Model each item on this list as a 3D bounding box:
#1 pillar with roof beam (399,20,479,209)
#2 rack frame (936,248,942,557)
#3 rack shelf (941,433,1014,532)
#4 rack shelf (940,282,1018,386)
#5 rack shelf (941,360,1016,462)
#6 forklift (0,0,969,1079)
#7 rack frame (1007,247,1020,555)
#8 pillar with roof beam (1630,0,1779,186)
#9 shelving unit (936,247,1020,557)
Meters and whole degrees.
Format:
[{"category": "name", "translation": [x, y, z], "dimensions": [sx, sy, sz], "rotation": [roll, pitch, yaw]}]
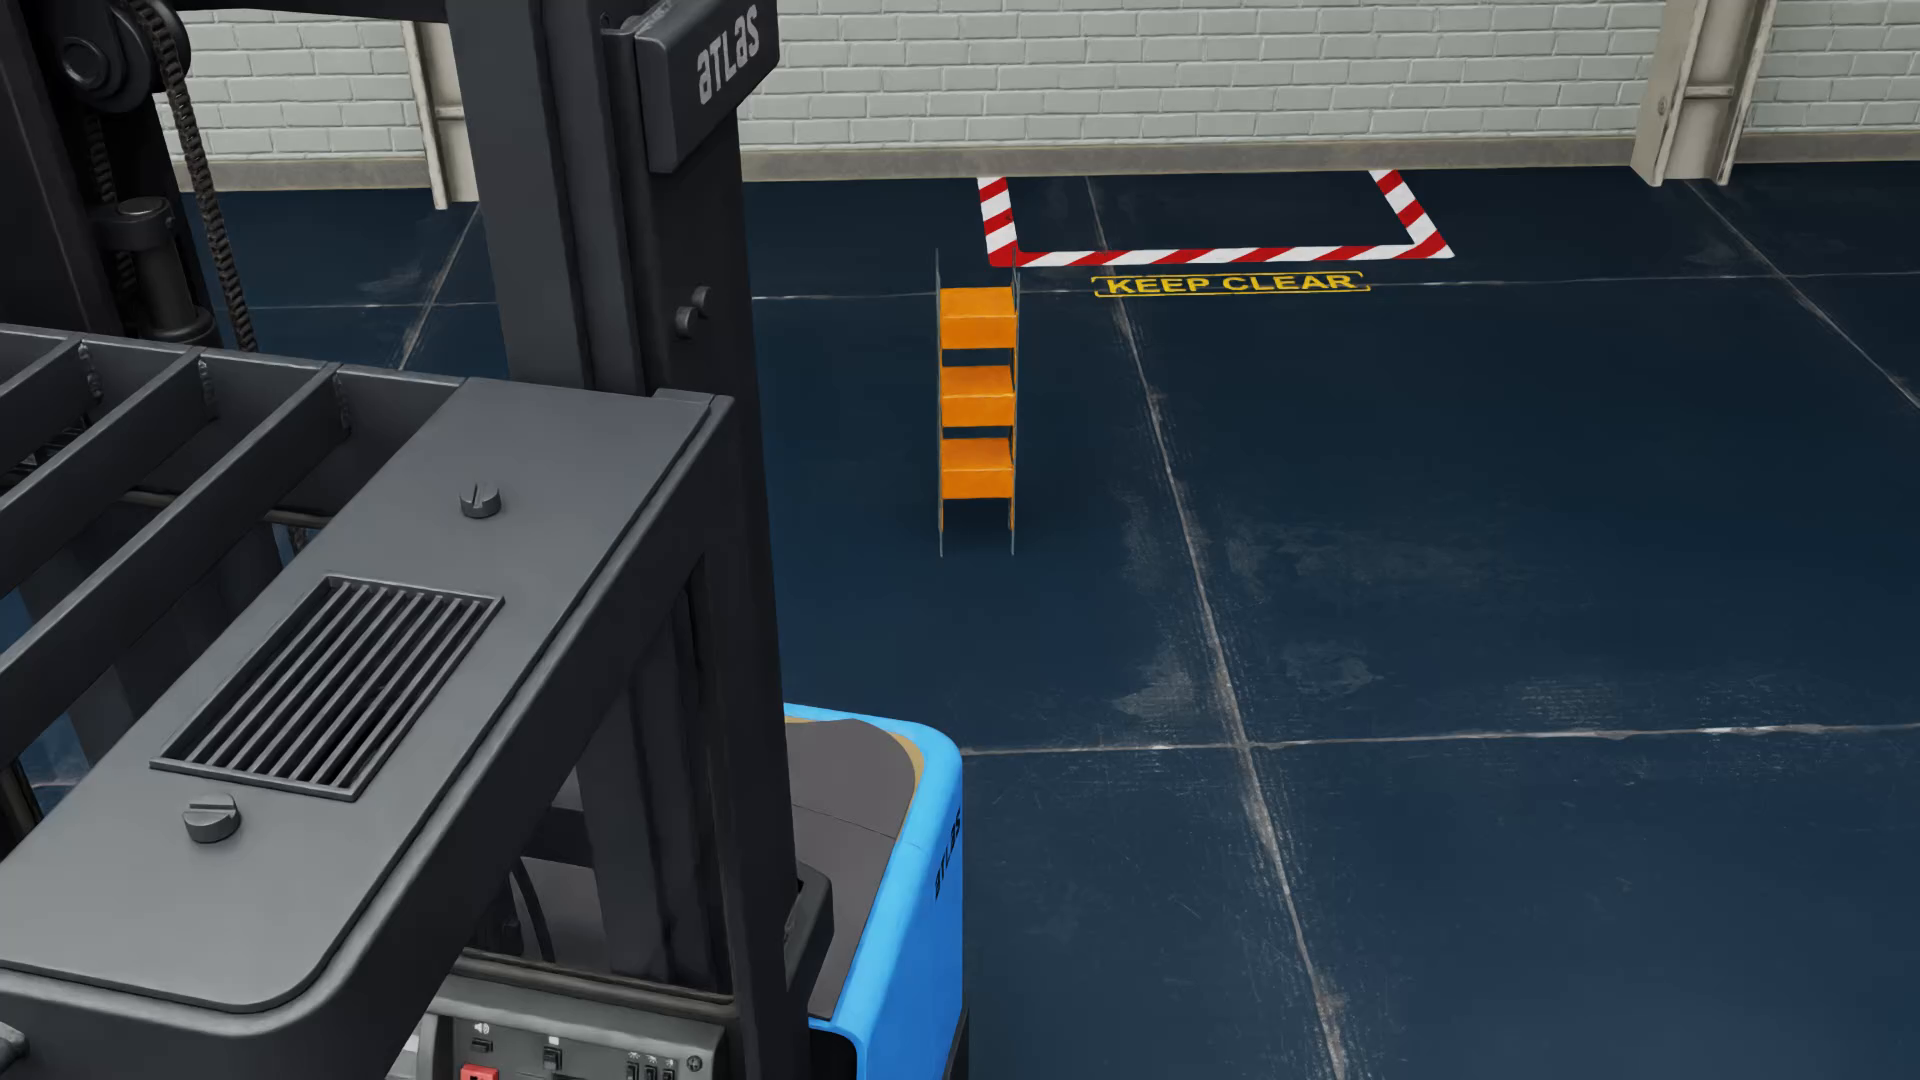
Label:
[{"category": "pillar with roof beam", "translation": [-2.151, -2.950, 2.105], "dimensions": [0.400, 9.000, 9.100], "rotation": [-2, 35, -2]}, {"category": "rack frame", "translation": [-0.068, -0.430, 5.449], "dimensions": [0.008, 1.050, 0.200], "rotation": [-2, 35, -2]}, {"category": "rack shelf", "translation": [0.053, -0.196, 5.618], "dimensions": [0.240, 0.259, 0.215], "rotation": [-2, 35, -2]}, {"category": "rack shelf", "translation": [0.053, -0.658, 5.298], "dimensions": [0.240, 0.259, 0.215], "rotation": [-2, 35, -2]}, {"category": "rack shelf", "translation": [0.053, -0.424, 5.459], "dimensions": [0.240, 0.259, 0.215], "rotation": [-2, 35, -2]}, {"category": "forklift", "translation": [-0.808, 0.809, 2.005], "dimensions": [1.130, 2.935, 3.031], "rotation": [7, 35, 11]}, {"category": "rack frame", "translation": [0.175, -0.436, 5.458], "dimensions": [0.008, 1.050, 0.200], "rotation": [-2, 35, -2]}, {"category": "pillar with roof beam", "translation": [3.842, -3.112, 2.339], "dimensions": [0.400, 9.000, 9.100], "rotation": [-2, 35, -2]}, {"category": "shelving unit", "translation": [0.053, -0.433, 5.453], "dimensions": [0.252, 1.050, 0.215], "rotation": [-2, 35, -2]}]
